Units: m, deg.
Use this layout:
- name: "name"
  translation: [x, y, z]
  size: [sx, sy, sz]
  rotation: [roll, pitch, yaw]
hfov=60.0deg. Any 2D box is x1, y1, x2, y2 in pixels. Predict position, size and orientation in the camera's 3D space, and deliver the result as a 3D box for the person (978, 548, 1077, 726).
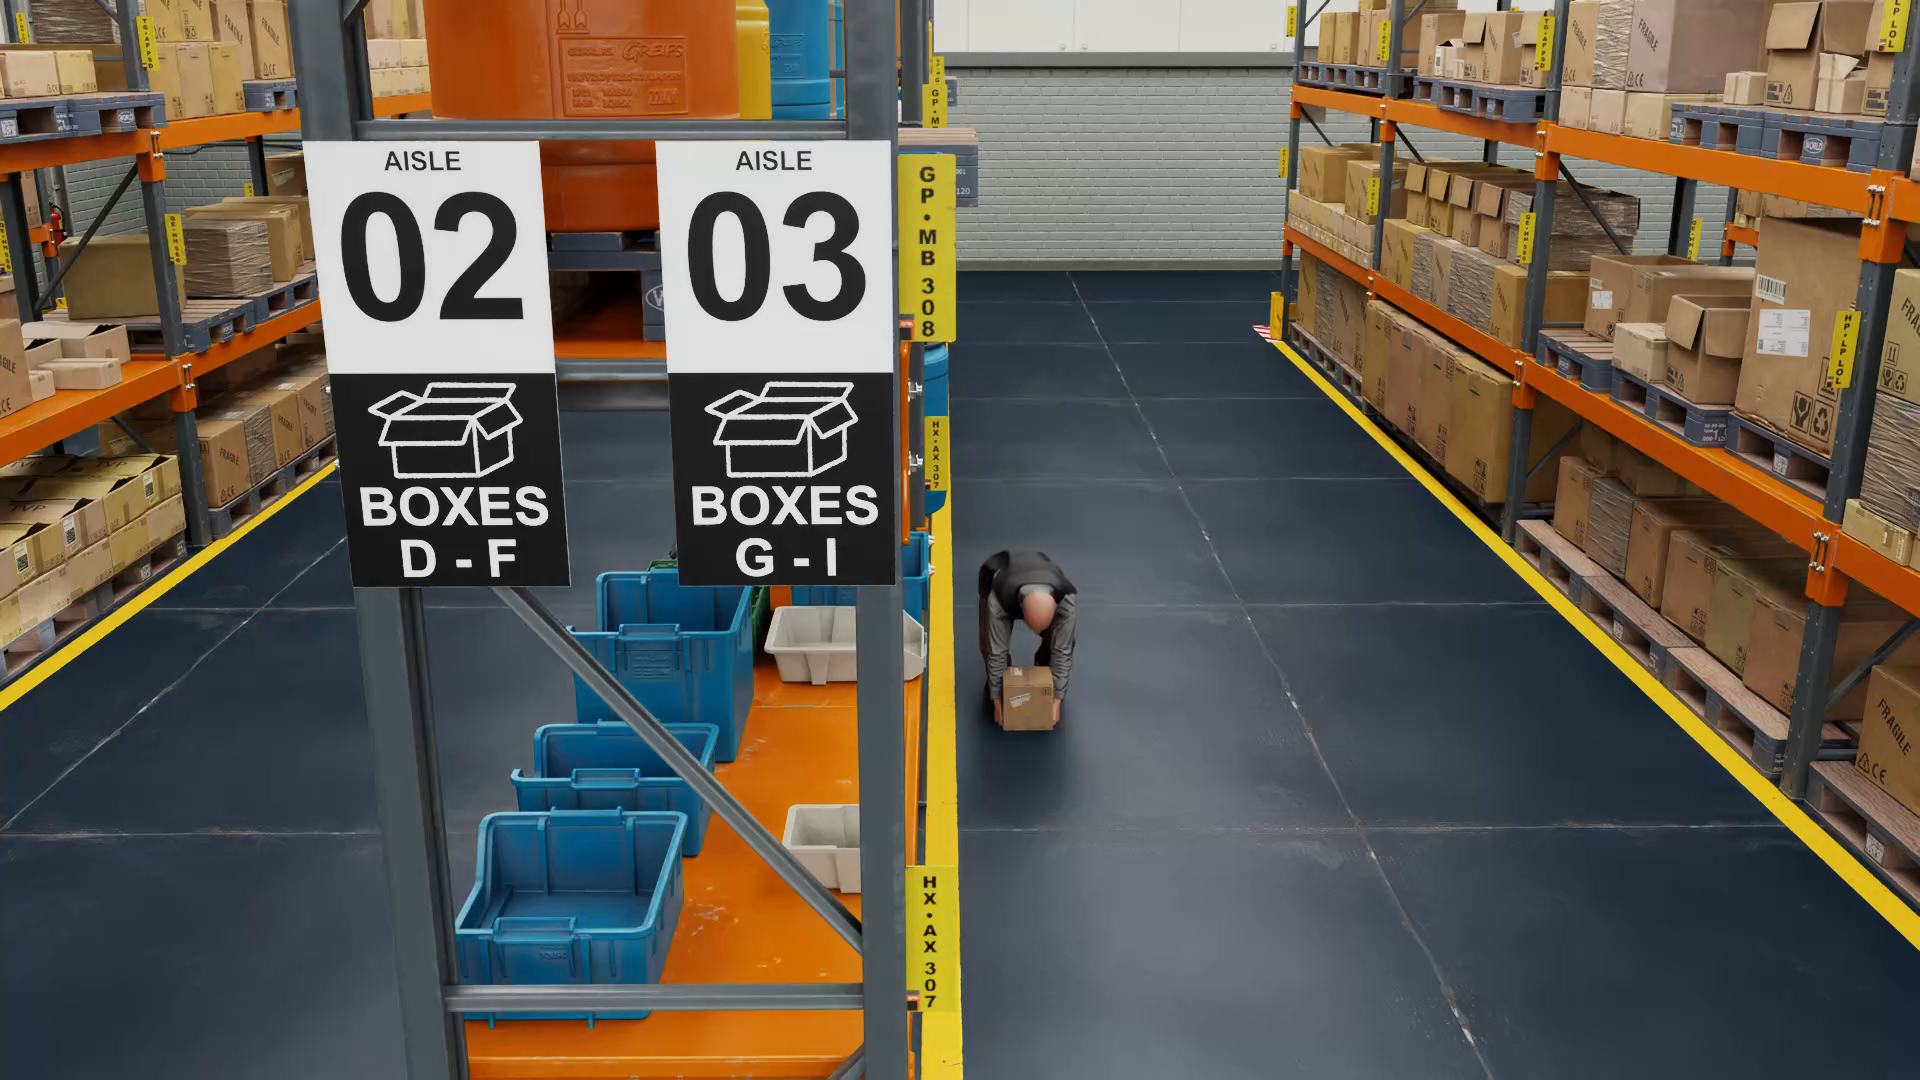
- name: "person"
  translation: [0.348, 0.474, 8.684]
  size: [0.506, 0.796, 0.943]
  rotation: [-1, 17, -2]
